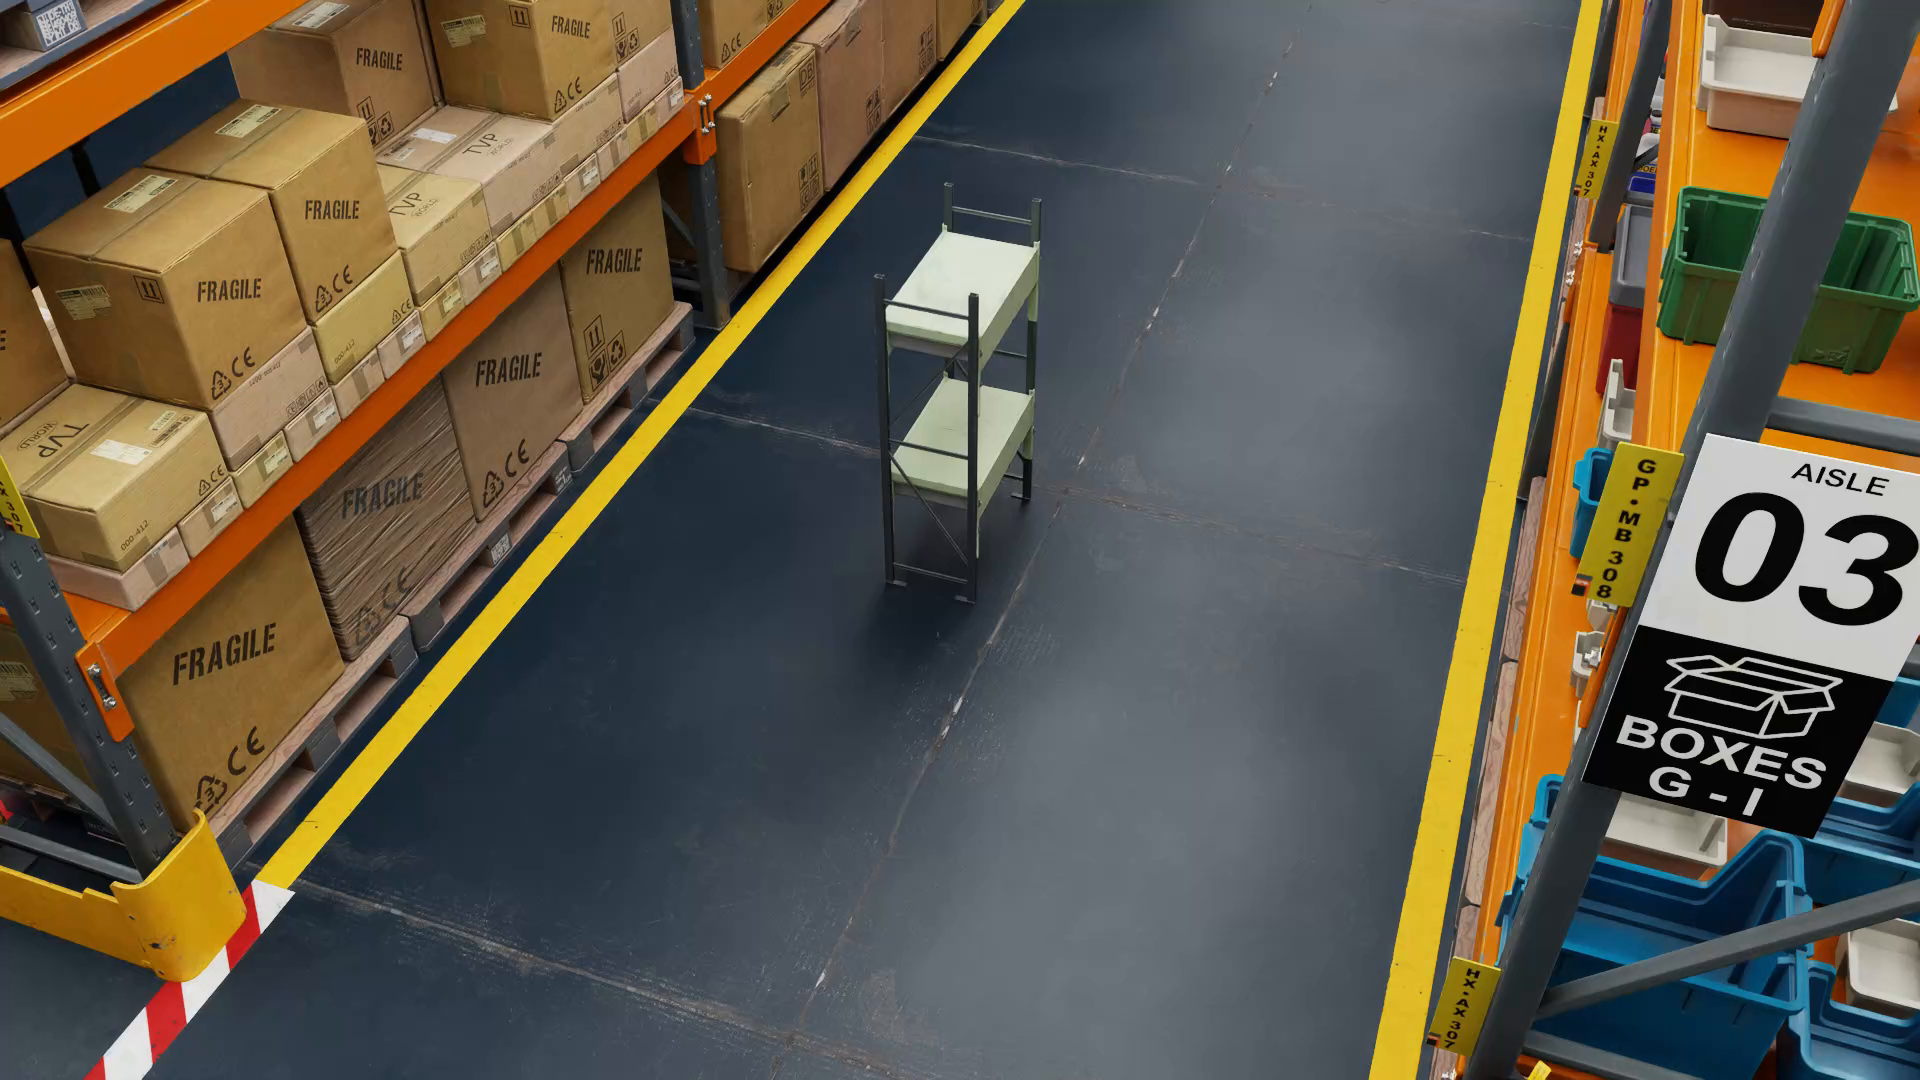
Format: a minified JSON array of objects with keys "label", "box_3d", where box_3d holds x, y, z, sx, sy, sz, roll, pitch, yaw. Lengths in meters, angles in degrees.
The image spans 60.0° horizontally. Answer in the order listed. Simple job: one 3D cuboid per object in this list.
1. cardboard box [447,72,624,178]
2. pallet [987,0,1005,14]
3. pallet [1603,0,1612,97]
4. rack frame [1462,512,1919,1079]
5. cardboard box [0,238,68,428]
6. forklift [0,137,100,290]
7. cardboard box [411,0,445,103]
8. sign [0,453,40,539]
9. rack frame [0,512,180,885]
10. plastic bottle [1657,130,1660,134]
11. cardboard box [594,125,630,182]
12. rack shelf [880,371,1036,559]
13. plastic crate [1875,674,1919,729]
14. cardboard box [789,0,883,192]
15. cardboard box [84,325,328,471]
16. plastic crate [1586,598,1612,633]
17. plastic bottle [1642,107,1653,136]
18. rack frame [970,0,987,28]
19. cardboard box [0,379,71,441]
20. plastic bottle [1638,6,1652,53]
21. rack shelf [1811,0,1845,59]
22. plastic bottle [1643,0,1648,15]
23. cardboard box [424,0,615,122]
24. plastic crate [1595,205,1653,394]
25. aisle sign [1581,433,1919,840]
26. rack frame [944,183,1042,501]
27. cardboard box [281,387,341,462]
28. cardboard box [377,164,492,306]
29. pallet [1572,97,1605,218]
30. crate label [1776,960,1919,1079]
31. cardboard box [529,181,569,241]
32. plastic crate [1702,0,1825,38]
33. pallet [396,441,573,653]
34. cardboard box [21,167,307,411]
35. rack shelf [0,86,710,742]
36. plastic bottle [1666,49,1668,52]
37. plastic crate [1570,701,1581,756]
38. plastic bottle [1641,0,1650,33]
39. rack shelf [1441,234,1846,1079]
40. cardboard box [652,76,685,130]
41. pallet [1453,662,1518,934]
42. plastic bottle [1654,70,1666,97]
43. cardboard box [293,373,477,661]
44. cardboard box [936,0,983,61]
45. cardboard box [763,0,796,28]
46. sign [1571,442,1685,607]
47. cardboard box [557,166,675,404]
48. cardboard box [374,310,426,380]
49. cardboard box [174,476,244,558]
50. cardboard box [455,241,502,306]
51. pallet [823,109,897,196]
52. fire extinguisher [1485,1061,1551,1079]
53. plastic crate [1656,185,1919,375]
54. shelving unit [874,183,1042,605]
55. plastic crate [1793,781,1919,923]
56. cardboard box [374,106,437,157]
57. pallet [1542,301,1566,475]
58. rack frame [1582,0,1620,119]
[{"label":"cardboard box","box_3d":[-1.750,-1.759,6.887,0.500,0.250,0.500,15,43,16]},{"label":"pallet","box_3d":[-0.034,-4.201,12.012,1.003,0.211,1.213,13,42,15]},{"label":"pallet","box_3d":[4.653,-3.090,10.709,1.003,0.211,1.213,13,42,15]},{"label":"rack frame","box_3d":[1.616,1.193,3.541,1.000,3.000,0.127,13,42,15]},{"label":"cardboard box","box_3d":[-3.119,-0.603,4.955,0.500,0.500,0.500,14,42,16]},{"label":"forklift","box_3d":[-4.482,-1.862,7.175,1.130,2.935,3.031,13,42,14]},{"label":"cardboard box","box_3d":[-2.250,-2.154,6.772,0.500,0.500,0.500,13,42,15]},{"label":"sign","box_3d":[-2.519,-0.139,4.374,0.100,0.325,0.005,13,42,15]},{"label":"rack frame","box_3d":[-3.038,0.094,4.829,1.000,3.000,0.127,13,42,15]},{"label":"plastic bottle","box_3d":[2.931,-1.628,7.000,0.097,0.201,0.097,0,40,0]},{"label":"cardboard box","box_3d":[-1.643,-1.678,7.100,0.380,0.149,0.250,13,42,14]},{"label":"rack shelf","box_3d":[0.002,-0.327,6.980,0.431,0.370,0.720,13,42,15]},{"label":"plastic crate","box_3d":[2.460,0.353,4.608,0.416,0.233,0.300,13,42,15]},{"label":"cardboard box","box_3d":[-1.166,-2.638,9.344,1.225,0.875,0.875,12,42,14]},{"label":"cardboard box","box_3d":[-2.449,-0.514,5.428,0.500,0.250,0.500,13,42,15]},{"label":"plastic crate","box_3d":[1.993,0.199,4.862,0.298,0.136,0.250,13,42,15]},{"label":"plastic bottle","box_3d":[2.851,-1.666,6.981,0.061,0.283,0.133,13,42,15]},{"label":"rack frame","box_3d":[-0.303,-4.786,10.548,1.000,3.000,0.127,13,42,15]},{"label":"cardboard box","box_3d":[-3.122,-0.317,5.197,0.500,0.250,0.500,13,42,14]},{"label":"plastic bottle","box_3d":[3.274,-2.420,7.865,0.061,0.283,0.133,13,42,15]},{"label":"rack shelf","box_3d":[2.300,-1.883,3.387,1.077,0.370,4.000,13,42,15]},{"label":"plastic bottle","box_3d":[3.462,-2.755,8.258,0.061,0.283,0.133,13,42,15]},{"label":"cardboard box","box_3d":[-1.752,-2.043,6.642,0.500,0.500,0.500,14,42,16]},{"label":"plastic crate","box_3d":[2.443,-0.805,5.787,0.402,0.464,0.583,13,42,15]},{"label":"aisle sign","box_3d":[1.316,0.183,2.722,0.394,0.787,0.004,13,42,15]},{"label":"rack frame","box_3d":[0.127,-0.798,7.030,0.400,1.500,0.023,13,42,15]},{"label":"cardboard box","box_3d":[-2.345,-0.427,5.632,0.380,0.149,0.250,13,42,14]},{"label":"cardboard box","box_3d":[-2.100,-1.139,6.160,0.500,0.250,0.500,12,42,14]},{"label":"pallet","box_3d":[4.121,-2.136,9.591,1.003,0.211,1.213,13,42,15]},{"label":"crate label","box_3d":[2.010,1.156,3.667,0.416,0.233,0.303,13,42,15]},{"label":"cardboard box","box_3d":[-1.819,-1.364,6.731,0.380,0.149,0.250,14,42,16]},{"label":"plastic crate","box_3d":[2.301,-1.641,4.653,0.497,0.269,0.590,13,42,15]},{"label":"pallet","box_3d":[-2.420,-0.092,7.196,1.003,0.211,1.213,13,42,15]},{"label":"cardboard box","box_3d":[-2.450,-0.786,5.168,0.500,0.500,0.500,12,42,14]},{"label":"rack shelf","box_3d":[-2.355,-0.853,6.493,1.077,0.370,4.000,13,42,15]},{"label":"plastic bottle","box_3d":[3.112,-2.042,7.428,0.152,0.276,0.135,13,42,15]},{"label":"plastic crate","box_3d":[1.837,0.559,4.440,0.396,0.136,0.243,13,42,15]},{"label":"plastic bottle","box_3d":[3.426,-2.601,8.084,0.152,0.276,0.135,13,42,15]},{"label":"rack shelf","box_3d":[2.300,0.247,5.204,1.077,0.370,4.000,13,42,15]},{"label":"cardboard box","box_3d":[-1.467,-1.992,7.467,0.380,0.149,0.250,14,42,15]},{"label":"pallet","box_3d":[2.353,1.018,5.895,1.003,0.211,1.213,13,42,15]},{"label":"plastic bottle","box_3d":[2.991,-1.861,7.159,0.144,0.351,0.185,13,42,15]},{"label":"cardboard box","box_3d":[-2.584,-0.221,6.512,0.875,0.875,0.875,13,42,15]},{"label":"cardboard box","box_3d":[-0.558,-3.721,10.614,1.225,0.875,0.875,11,42,13]},{"label":"cardboard box","box_3d":[-1.107,-2.916,8.280,0.500,0.500,0.500,13,42,15]},{"label":"sign","box_3d":[1.093,-0.021,2.733,0.100,0.325,0.005,13,42,15]},{"label":"cardboard box","box_3d":[-1.971,-1.313,7.791,0.875,0.875,0.875,13,42,15]},{"label":"cardboard box","box_3d":[-2.170,-0.739,5.999,0.380,0.149,0.250,13,42,15]},{"label":"cardboard box","box_3d":[-2.521,-0.111,5.263,0.380,0.149,0.250,13,42,14]},{"label":"cardboard box","box_3d":[-1.994,-1.053,6.367,0.380,0.149,0.250,14,42,16]},{"label":"pallet","box_3d":[-1.062,-2.519,10.040,1.003,0.211,1.213,13,42,15]},{"label":"fire extinguisher","box_3d":[1.137,1.355,3.697,0.296,0.674,0.183,13,42,15]},{"label":"plastic crate","box_3d":[1.685,-0.533,3.415,0.450,0.188,0.336,13,42,15]},{"label":"shelving unit","box_3d":[0.002,-0.575,6.768,0.431,1.500,0.755,13,42,15]},{"label":"plastic crate","box_3d":[2.235,0.755,4.137,0.416,0.233,0.300,13,42,15]},{"label":"cardboard box","box_3d":[-2.424,-1.554,6.647,0.500,0.250,0.500,14,43,16]},{"label":"pallet","box_3d":[3.287,-0.647,7.846,1.003,0.211,1.213,13,42,15]},{"label":"rack frame","box_3d":[4.352,-3.687,9.260,1.000,3.000,0.127,13,42,15]}]
